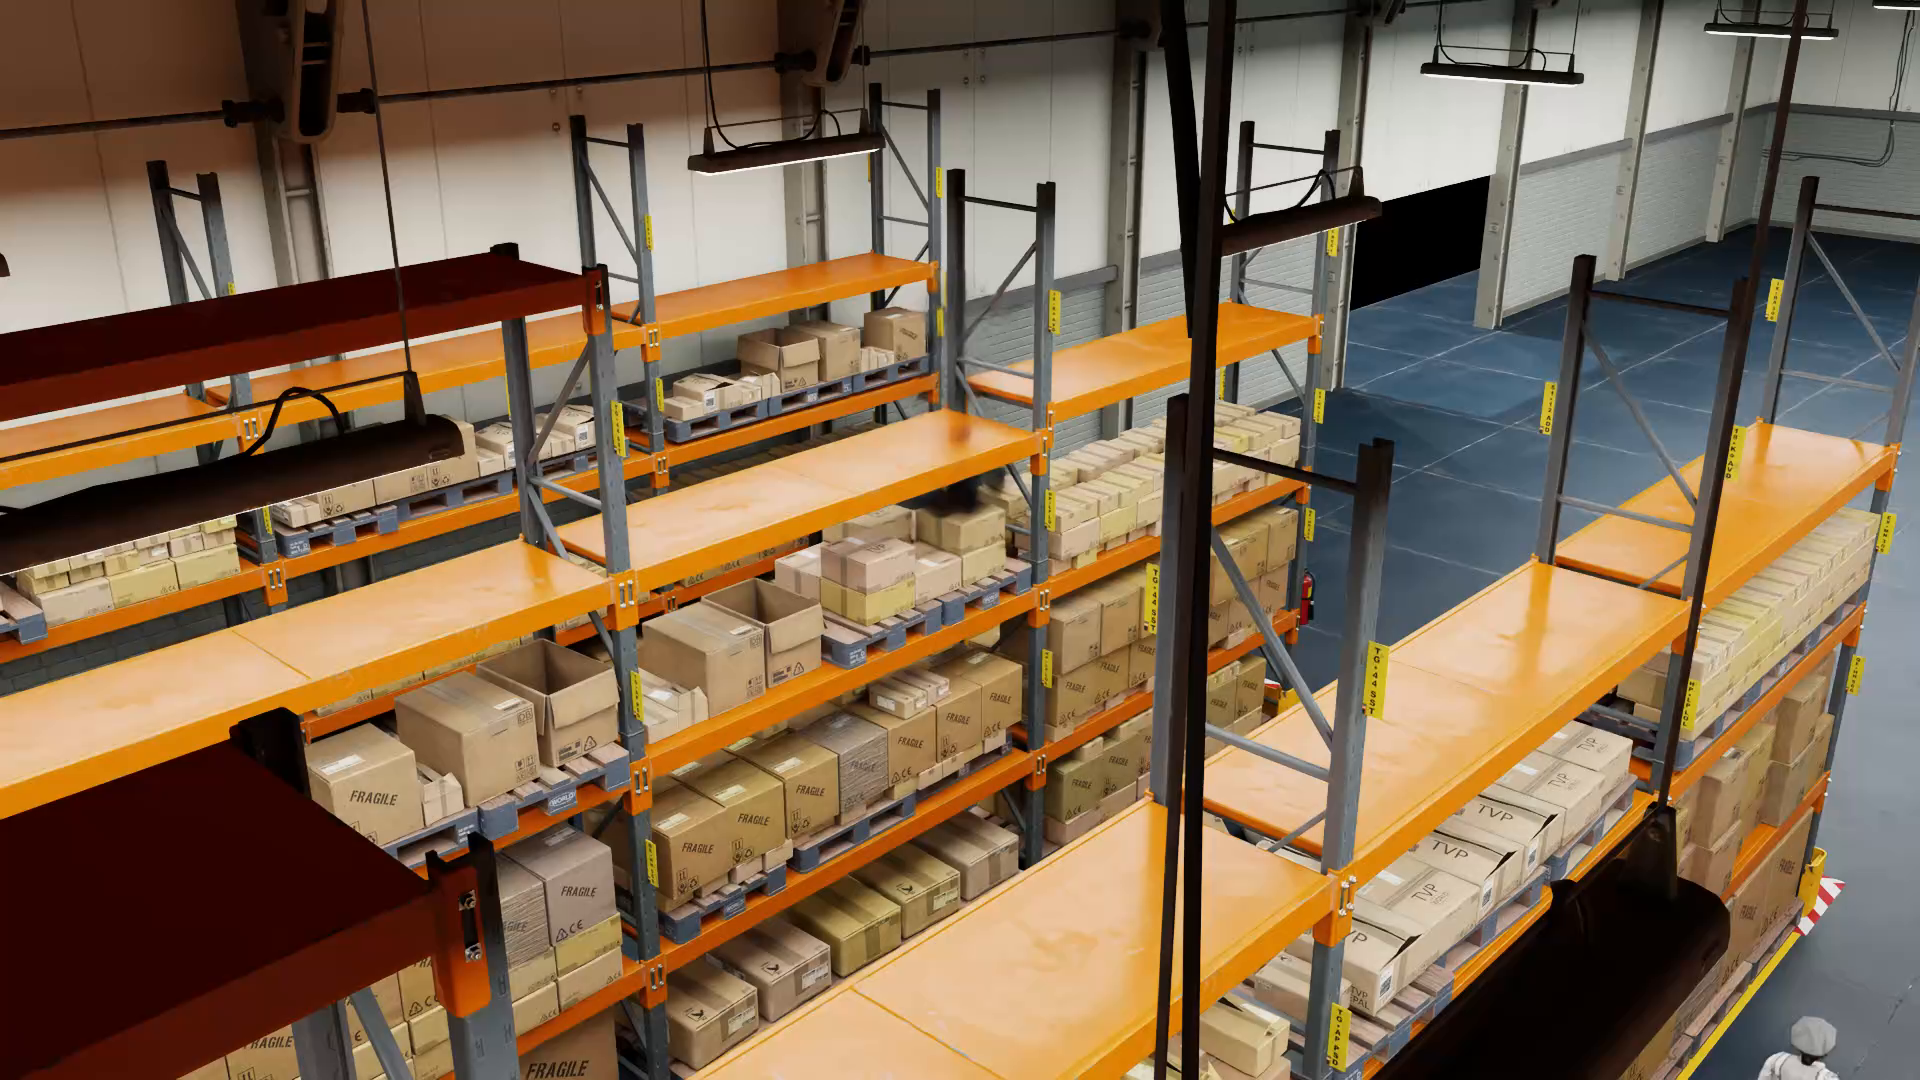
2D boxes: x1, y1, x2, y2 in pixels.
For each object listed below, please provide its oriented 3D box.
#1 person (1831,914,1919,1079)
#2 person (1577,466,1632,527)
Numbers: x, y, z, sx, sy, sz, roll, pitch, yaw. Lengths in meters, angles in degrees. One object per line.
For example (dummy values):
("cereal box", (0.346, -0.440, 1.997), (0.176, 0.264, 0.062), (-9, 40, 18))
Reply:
("person", (6.216, 3.275, 11.292), (0.599, 1.652, 0.540), (15, 26, 33))
("person", (7.648, -0.060, 19.802), (0.698, 1.717, 0.609), (0, 21, 1))
